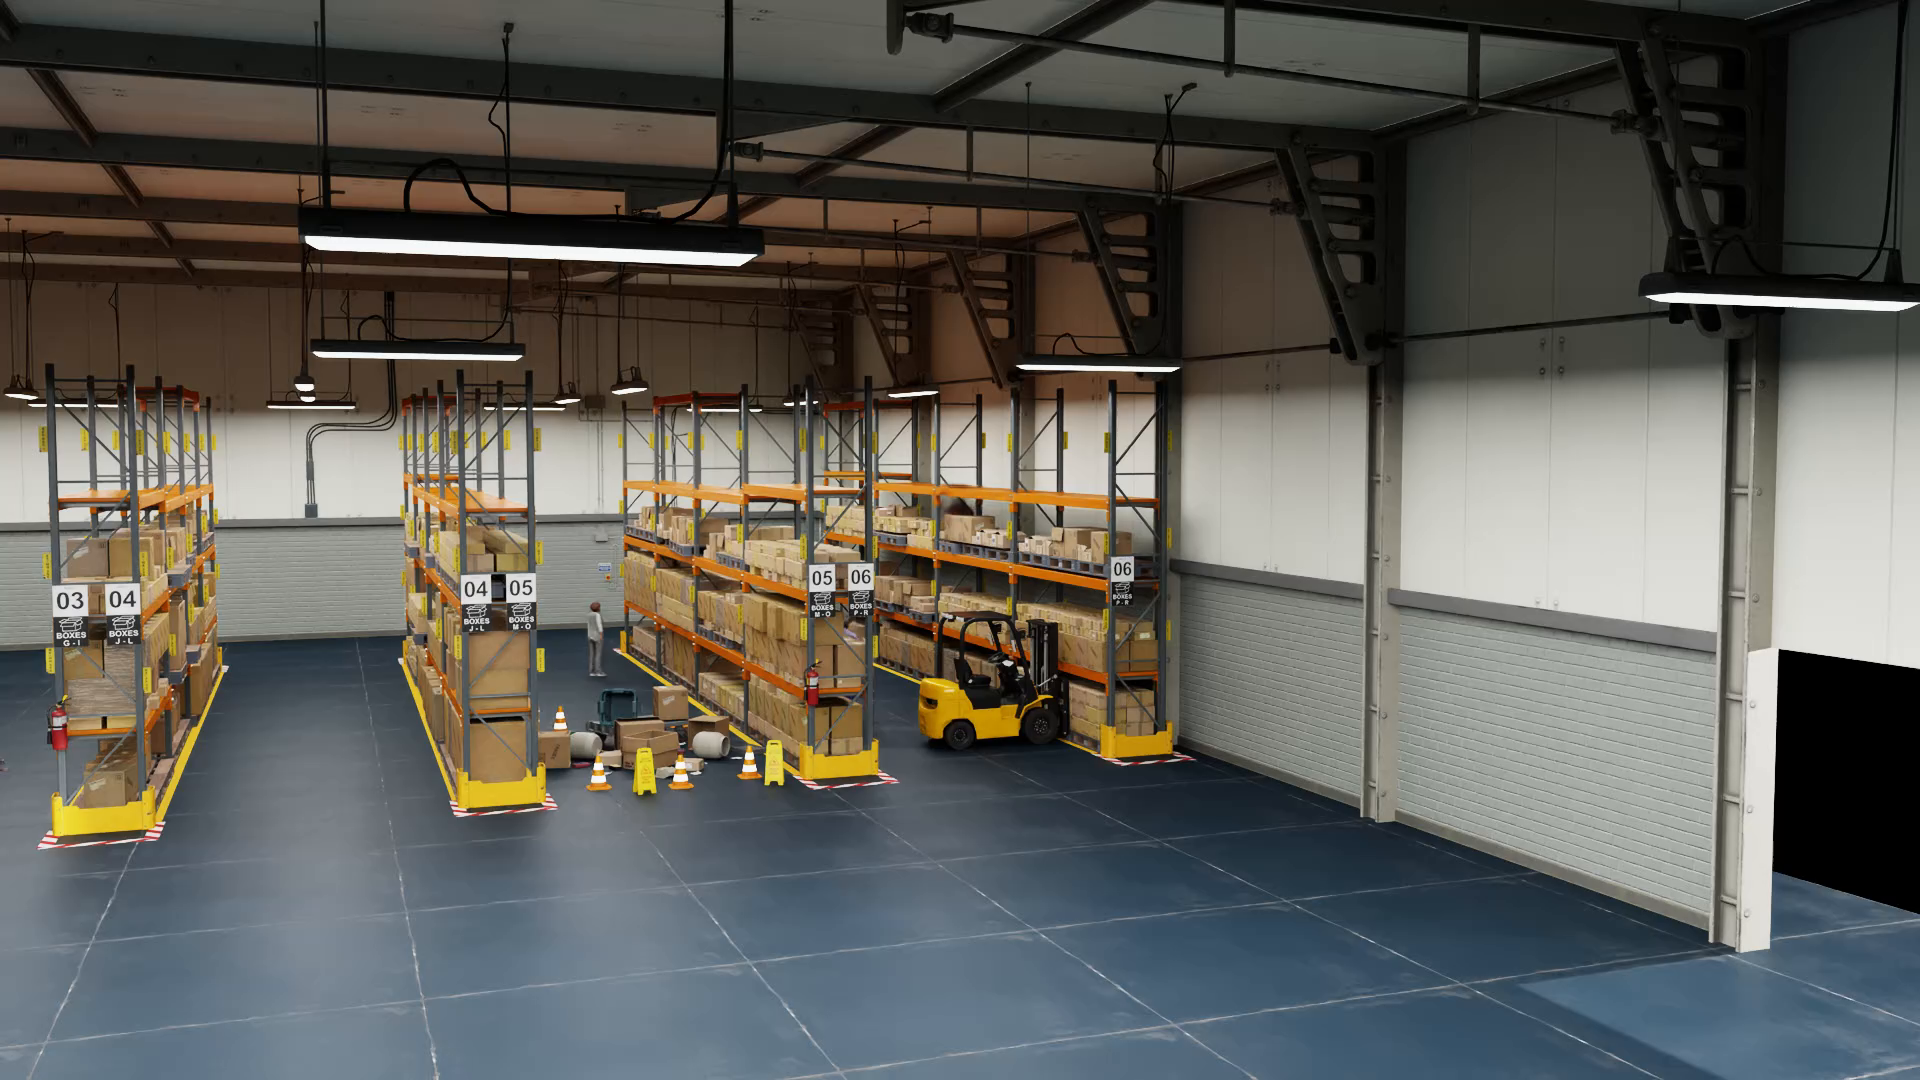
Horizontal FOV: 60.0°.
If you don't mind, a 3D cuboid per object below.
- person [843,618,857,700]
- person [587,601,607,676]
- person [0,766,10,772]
[{"bbox_3d":[-2.089,2.212,30.026,0.513,1.644,0.425,-1,3,-16],"label":"person"},{"bbox_3d":[-7.783,2.114,35.572,0.471,1.600,0.340,2,4,36],"label":"person"},{"bbox_3d":[-14.815,2.713,25.174,0.580,1.654,0.468,1,3,12],"label":"person"}]
